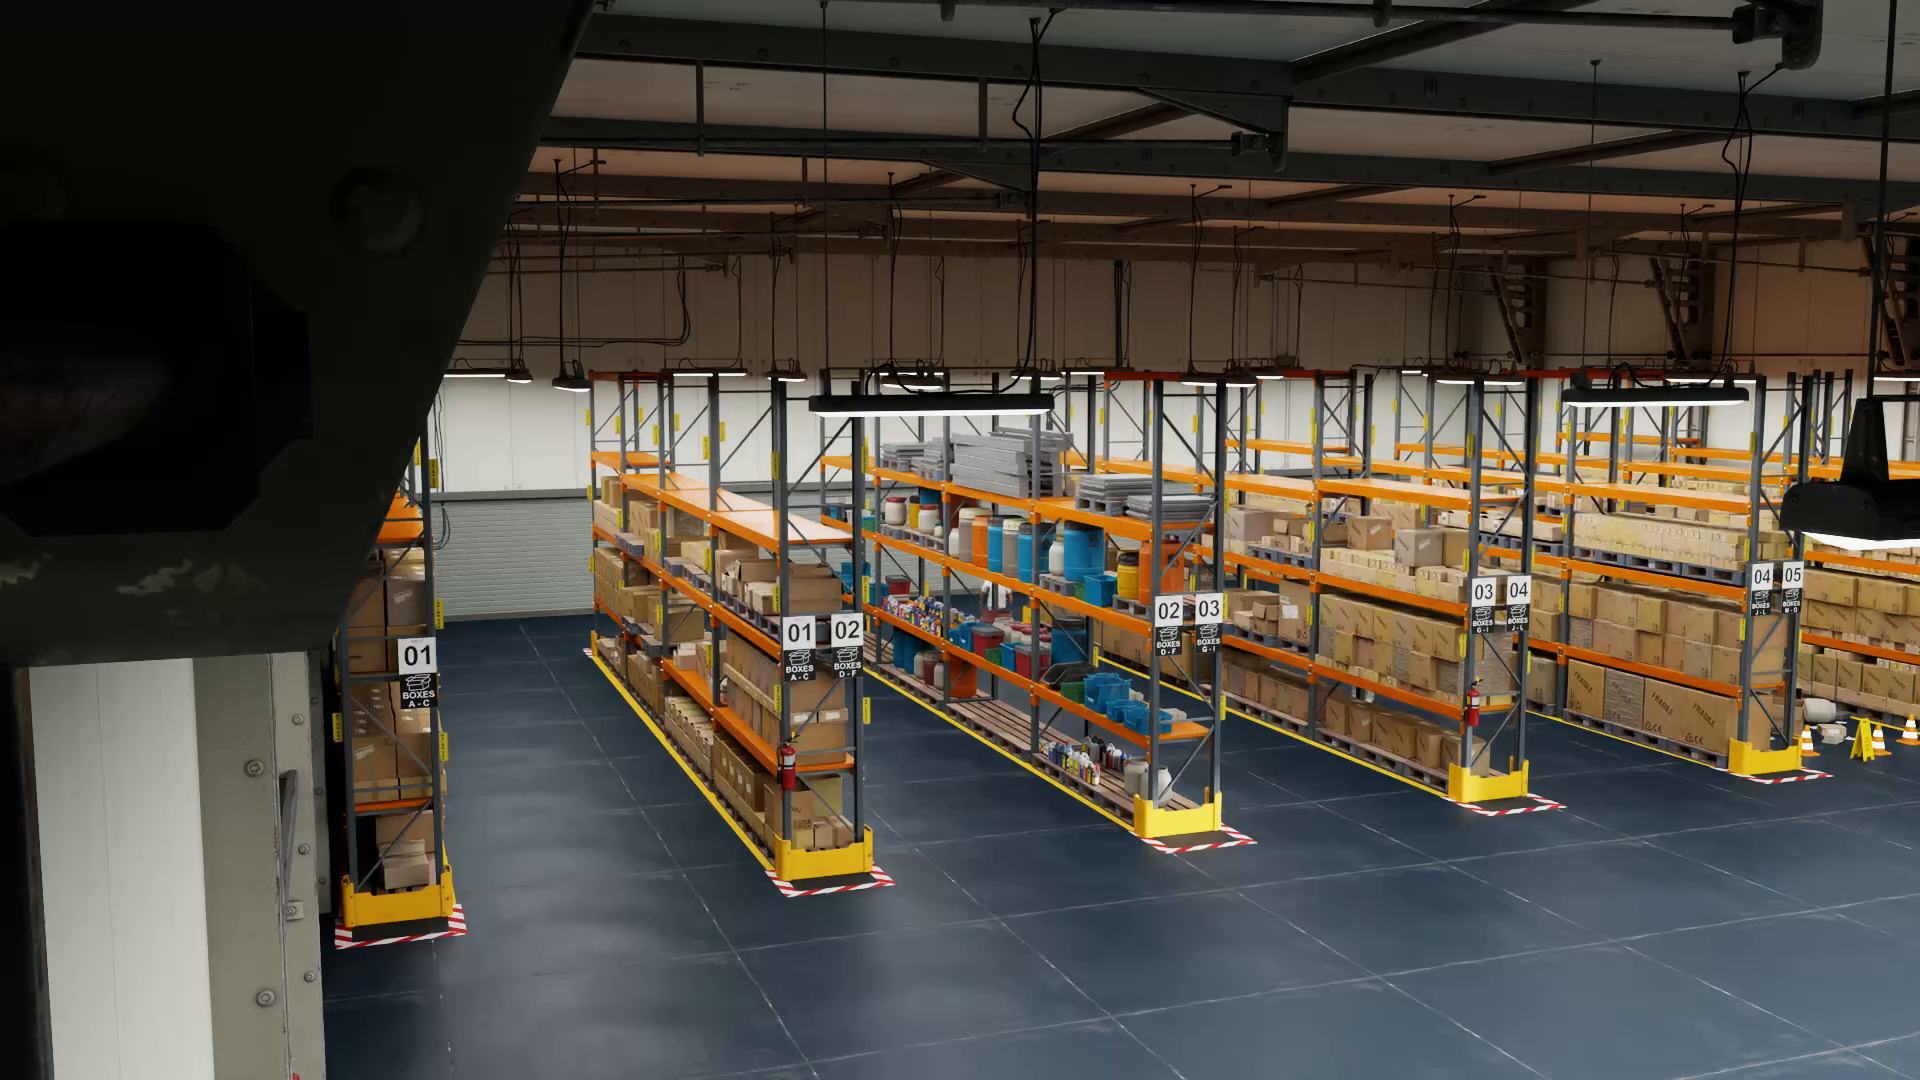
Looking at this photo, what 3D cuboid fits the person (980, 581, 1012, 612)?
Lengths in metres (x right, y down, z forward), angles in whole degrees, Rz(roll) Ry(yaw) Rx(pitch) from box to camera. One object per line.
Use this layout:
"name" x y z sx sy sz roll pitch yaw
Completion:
"person" 0.817 1.456 36.093 0.632 1.746 1.003 -2 7 -21

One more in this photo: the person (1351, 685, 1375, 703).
"person" 7.367 2.053 30.365 0.610 1.787 0.426 6 9 41
